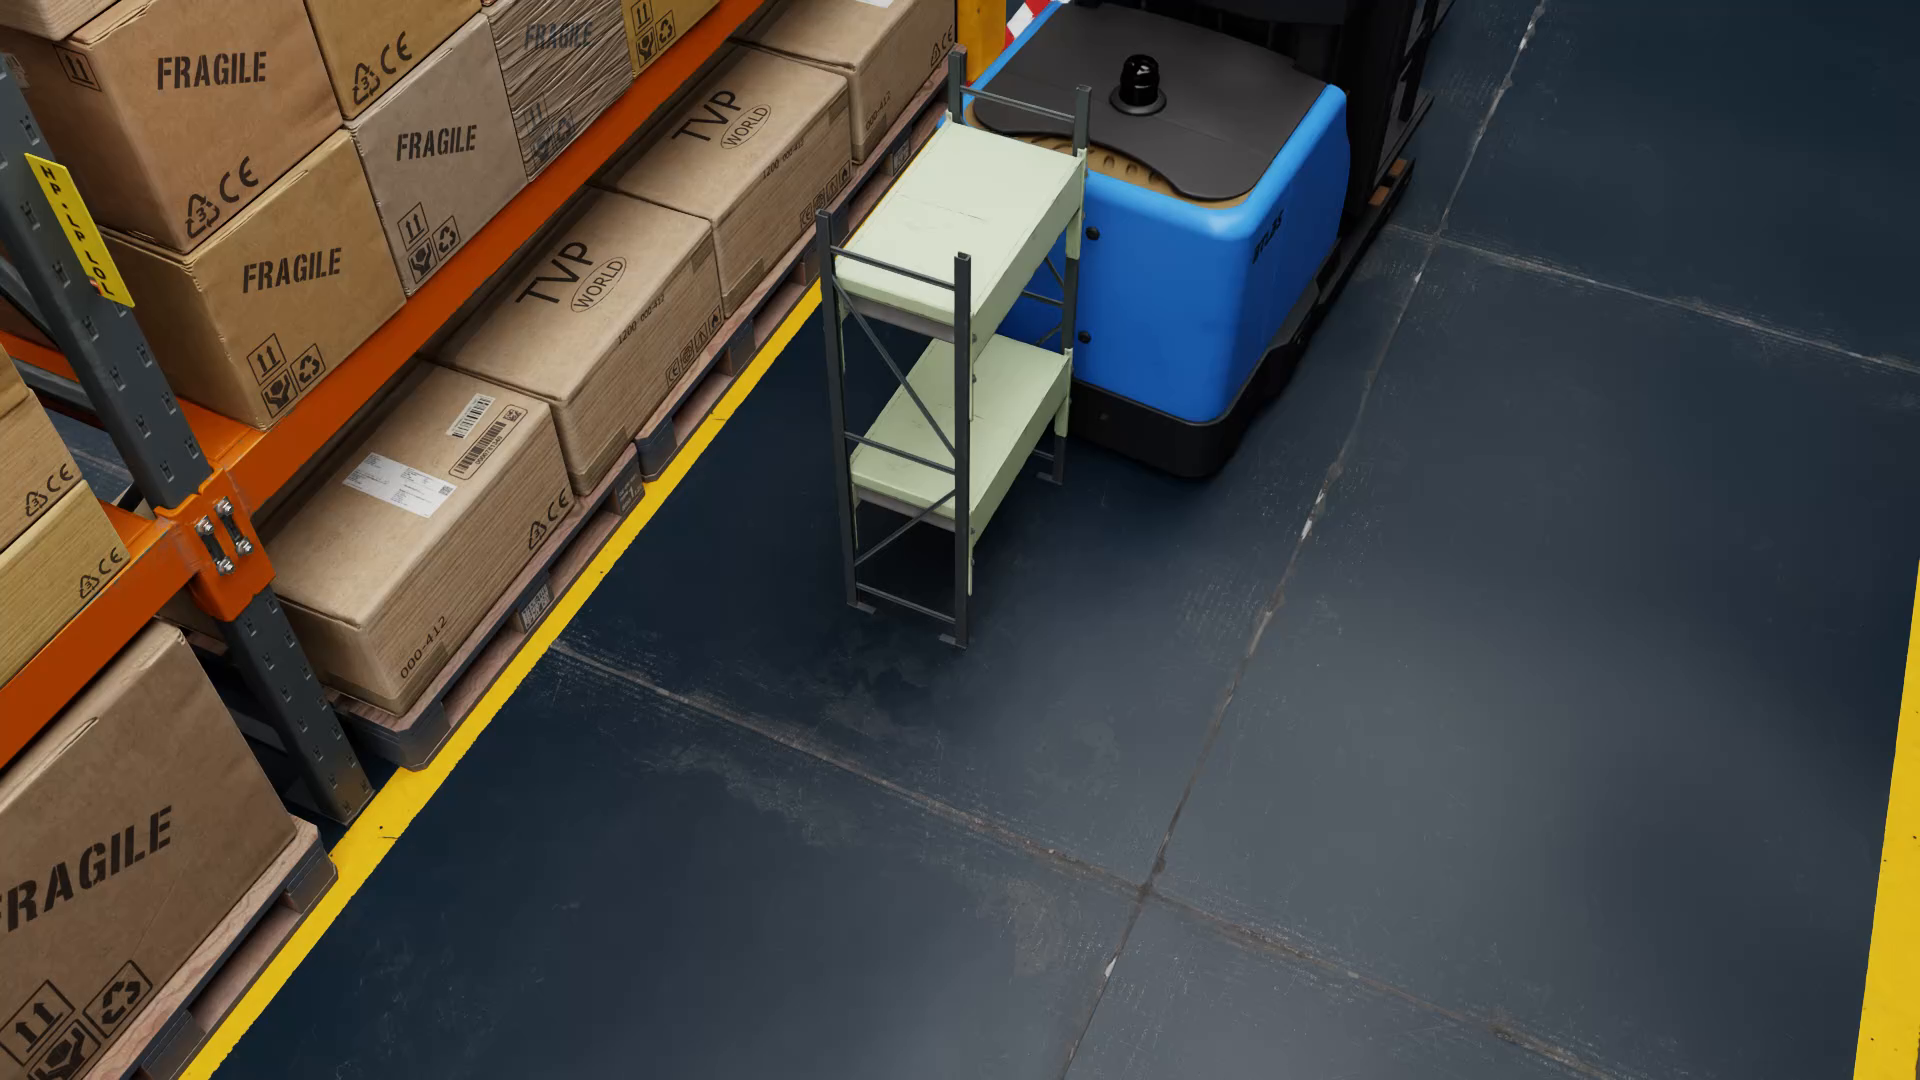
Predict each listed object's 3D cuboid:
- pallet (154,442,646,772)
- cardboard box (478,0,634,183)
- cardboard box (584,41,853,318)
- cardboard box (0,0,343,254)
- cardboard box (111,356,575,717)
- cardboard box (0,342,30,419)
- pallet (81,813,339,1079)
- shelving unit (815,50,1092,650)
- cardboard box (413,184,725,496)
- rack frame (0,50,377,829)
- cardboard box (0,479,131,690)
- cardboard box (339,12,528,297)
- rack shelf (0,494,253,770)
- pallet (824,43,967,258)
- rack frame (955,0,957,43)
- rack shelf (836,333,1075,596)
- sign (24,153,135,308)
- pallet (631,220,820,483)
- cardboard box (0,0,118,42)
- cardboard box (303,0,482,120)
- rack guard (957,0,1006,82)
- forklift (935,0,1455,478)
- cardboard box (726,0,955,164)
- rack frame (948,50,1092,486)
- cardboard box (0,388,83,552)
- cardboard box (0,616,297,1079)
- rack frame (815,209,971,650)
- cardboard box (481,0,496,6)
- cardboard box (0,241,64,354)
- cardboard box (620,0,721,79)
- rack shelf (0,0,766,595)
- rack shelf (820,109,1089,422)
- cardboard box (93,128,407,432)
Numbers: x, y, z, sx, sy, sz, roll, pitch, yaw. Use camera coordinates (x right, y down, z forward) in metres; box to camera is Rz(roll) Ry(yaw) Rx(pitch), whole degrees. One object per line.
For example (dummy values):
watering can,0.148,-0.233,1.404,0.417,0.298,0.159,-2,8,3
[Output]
pallet,-1.713,0.021,5.093,1.003,0.211,1.213,20,52,16
cardboard box,-1.235,-1.340,4.355,0.500,0.500,0.500,20,53,16
cardboard box,-0.975,-1.324,5.814,0.875,0.438,0.875,21,53,17
cardboard box,-1.686,-0.990,3.400,0.500,0.500,0.500,20,53,16
cardboard box,-1.744,-0.087,4.761,0.875,0.438,0.875,19,52,16
cardboard box,-2.073,-0.351,2.857,0.500,0.500,0.500,21,53,17
pallet,-2.370,1.075,4.196,1.003,0.211,1.213,20,52,16
shelving unit,-0.003,-0.481,4.675,0.431,1.500,0.755,20,52,16
cardboard box,-1.362,-0.704,5.286,0.875,0.438,0.875,18,52,15
rack frame,-2.109,-0.384,3.607,1.000,3.000,0.127,20,52,16
cardboard box,-2.072,0.055,3.332,0.500,0.250,0.500,19,52,15
cardboard box,-1.453,-1.000,4.065,0.500,0.500,0.500,20,53,16
rack shelf,-2.963,1.226,2.709,1.077,0.370,4.000,20,52,16
pallet,-0.671,-1.659,6.523,1.003,0.211,1.213,20,52,16
rack frame,-0.400,-3.138,5.951,1.000,3.000,0.127,20,52,16
rack shelf,-0.003,-0.270,4.923,0.431,0.370,0.720,20,52,16
sign,-1.614,-0.564,3.052,0.100,0.325,0.005,20,52,16
pallet,-1.193,-0.822,5.811,1.003,0.211,1.213,20,52,16
cardboard box,-1.739,-1.084,3.054,0.380,0.149,0.250,19,52,16
cardboard box,-1.465,-1.335,3.695,0.500,0.500,0.500,19,52,16
rack guard,-0.390,-2.345,6.917,1.175,0.500,0.348,20,52,16
forklift,1.070,-2.274,5.260,1.130,2.935,3.031,23,53,18
cardboard box,-0.591,-1.957,6.352,0.875,0.438,0.875,18,52,15
rack frame,0.154,-0.733,4.889,0.400,1.500,0.023,20,52,16
cardboard box,-2.077,-0.115,3.148,0.500,0.250,0.500,20,52,16
cardboard box,-2.301,0.621,3.871,0.875,0.875,0.875,21,53,17
rack frame,-0.159,-0.229,4.460,0.400,1.500,0.023,20,52,16
cardboard box,-1.236,-1.684,3.992,0.500,0.500,0.500,21,53,17
cardboard box,-2.142,-0.819,3.912,0.500,0.500,0.500,20,53,16
cardboard box,-1.014,-1.695,4.657,0.500,0.500,0.500,21,53,17
rack shelf,-1.254,-1.528,5.053,1.077,0.370,4.000,20,52,16
rack shelf,-0.003,-0.734,4.378,0.431,0.370,0.720,20,52,16
cardboard box,-1.672,-0.654,3.772,0.500,0.500,0.500,21,53,17
